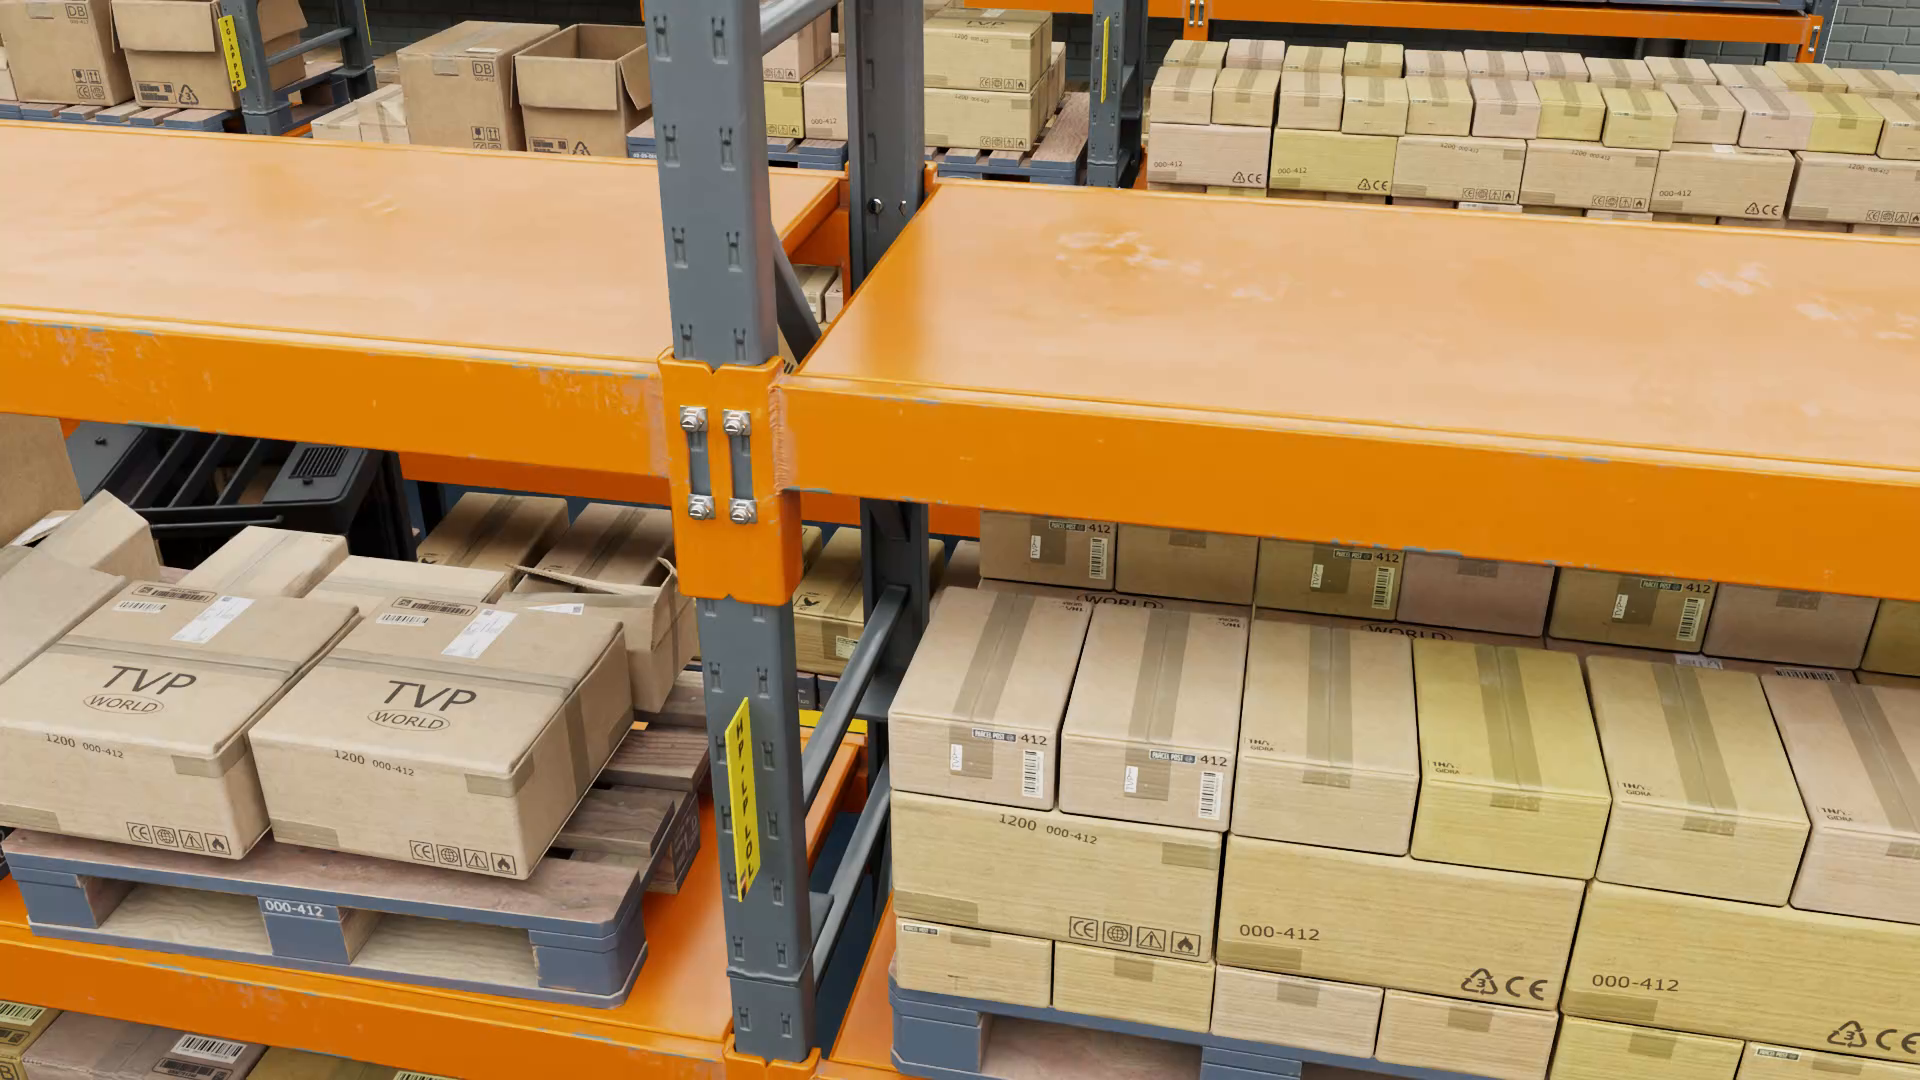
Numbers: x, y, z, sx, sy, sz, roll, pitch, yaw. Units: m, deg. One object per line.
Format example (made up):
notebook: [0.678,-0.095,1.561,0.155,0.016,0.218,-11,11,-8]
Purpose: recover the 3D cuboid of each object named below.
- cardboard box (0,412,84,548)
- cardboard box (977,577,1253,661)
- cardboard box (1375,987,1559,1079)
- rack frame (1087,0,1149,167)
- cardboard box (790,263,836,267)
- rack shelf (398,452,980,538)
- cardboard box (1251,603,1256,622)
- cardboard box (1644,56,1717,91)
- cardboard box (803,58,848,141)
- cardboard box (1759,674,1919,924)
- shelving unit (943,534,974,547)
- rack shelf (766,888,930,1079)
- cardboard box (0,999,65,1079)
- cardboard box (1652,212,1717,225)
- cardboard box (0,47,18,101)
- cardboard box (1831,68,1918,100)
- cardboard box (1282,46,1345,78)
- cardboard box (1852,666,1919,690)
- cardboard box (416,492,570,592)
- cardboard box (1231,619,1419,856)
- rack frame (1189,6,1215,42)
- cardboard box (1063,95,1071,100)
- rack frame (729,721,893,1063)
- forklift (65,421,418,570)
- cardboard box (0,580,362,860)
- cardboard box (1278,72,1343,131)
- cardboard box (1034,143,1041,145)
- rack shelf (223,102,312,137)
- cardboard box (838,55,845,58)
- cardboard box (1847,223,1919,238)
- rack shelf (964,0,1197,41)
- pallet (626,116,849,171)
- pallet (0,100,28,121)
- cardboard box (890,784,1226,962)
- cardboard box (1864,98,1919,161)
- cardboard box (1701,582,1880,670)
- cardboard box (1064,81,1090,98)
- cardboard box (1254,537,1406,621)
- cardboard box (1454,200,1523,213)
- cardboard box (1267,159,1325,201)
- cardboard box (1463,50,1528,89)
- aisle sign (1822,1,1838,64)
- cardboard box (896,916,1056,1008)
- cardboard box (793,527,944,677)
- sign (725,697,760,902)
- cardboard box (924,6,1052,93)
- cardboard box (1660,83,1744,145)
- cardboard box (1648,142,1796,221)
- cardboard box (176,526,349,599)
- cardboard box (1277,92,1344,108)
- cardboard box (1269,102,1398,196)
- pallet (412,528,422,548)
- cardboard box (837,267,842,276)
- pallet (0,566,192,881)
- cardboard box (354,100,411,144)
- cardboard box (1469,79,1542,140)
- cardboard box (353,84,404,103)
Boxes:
cardboard box: [-2.382,-0.119,3.737,0.500,0.500,0.500,6,29,11]
cardboard box: [0.306,0.147,3.202,0.500,0.250,0.500,6,29,10]
cardboard box: [0.798,0.665,2.670,0.250,0.149,0.380,5,29,10]
rack frame: [0.706,-3.140,6.776,0.127,3.000,1.000,6,29,11]
cardboard box: [-0.764,-1.425,8.365,0.250,0.149,0.380,7,30,13]
rack shelf: [-1.250,-0.393,8.756,4.000,0.370,1.077,6,29,11]
cardboard box: [1.227,0.371,8.256,0.500,0.500,0.500,7,30,13]
cardboard box: [3.101,-1.970,7.195,0.250,0.149,0.380,7,29,12]
cardboard box: [-0.389,-1.986,7.511,0.500,0.250,0.500,6,29,11]
cardboard box: [1.301,0.366,2.385,0.250,0.149,0.380,6,29,10]
shelving unit: [0.014,-0.525,10.121,0.189,1.200,0.258,6,29,11]
rack shelf: [1.727,1.027,3.038,4.000,0.370,1.077,6,29,11]
cardboard box: [-2.207,1.144,4.053,0.500,0.500,0.700,6,29,10]
cardboard box: [2.964,-1.359,6.908,0.250,0.149,0.380,5,29,9]
cardboard box: [-4.626,-2.324,8.113,0.258,0.266,0.396,5,29,9]
cardboard box: [3.831,-1.866,7.004,0.250,0.149,0.380,6,29,11]
cardboard box: [1.568,-2.076,7.388,0.250,0.149,0.380,7,29,12]
cardboard box: [1.784,0.299,2.924,0.500,0.250,0.500,6,29,10]
cardboard box: [-2.655,0.120,9.368,0.625,0.372,0.950,4,29,7]
cardboard box: [0.553,0.290,2.525,0.250,0.149,0.380,6,29,10]
rack frame: [1.739,-2.840,12.475,0.127,3.000,1.000,6,29,11]
cardboard box: [0.874,-3.165,12.289,0.250,0.149,0.380,6,29,11]
rack frame: [-0.229,1.827,3.952,0.127,3.000,1.000,6,29,11]
forklift: [-2.608,0.579,6.302,1.130,2.935,3.031,-3,29,-5]
cardboard box: [-1.482,0.328,3.180,0.500,0.250,0.500,6,29,10]
cardboard box: [1.463,-1.836,6.949,0.250,0.149,0.380,5,29,9]
cardboard box: [0.701,-2.971,12.350,0.500,0.250,0.500,5,29,9]
rack shelf: [-5.162,-2.110,8.768,4.000,0.370,1.077,6,29,11]
cardboard box: [-0.278,-2.240,7.975,0.500,0.250,0.500,5,29,10]
cardboard box: [3.707,-1.269,6.745,0.250,0.149,0.380,7,29,12]
rack shelf: [-0.217,-4.040,12.294,4.000,0.370,1.077,6,29,11]
pallet: [-0.891,-1.956,7.933,1.003,0.211,1.213,6,29,11]
pallet: [-4.941,-2.293,8.549,1.213,0.211,1.003,7,30,13]
cardboard box: [0.191,0.399,2.742,0.500,0.250,0.500,6,29,11]
cardboard box: [3.728,-1.619,6.552,0.250,0.149,0.380,6,29,10]
cardboard box: [1.429,0.057,2.950,0.250,0.149,0.380,5,29,10]
cardboard box: [0.944,-3.381,12.685,0.250,0.149,0.380,6,29,10]
cardboard box: [0.688,-0.019,3.089,0.250,0.149,0.380,6,29,10]
cardboard box: [2.202,-1.397,6.978,0.250,0.149,0.380,5,29,10]
cardboard box: [1.469,-1.542,7.243,0.250,0.149,0.380,6,29,11]
cardboard box: [2.344,-2.036,7.315,0.250,0.149,0.380,6,29,11]
aisle sign: [5.654,-3.434,10.854,0.004,0.787,0.394,6,29,11]
cardboard box: [0.056,0.589,2.809,0.250,0.149,0.380,5,29,10]
cardboard box: [-0.511,0.338,8.970,0.625,0.372,0.950,8,30,14]
sign: [-0.333,0.402,2.565,0.005,0.325,0.100,6,29,11]
cardboard box: [0.112,-2.160,7.308,0.500,0.250,0.500,7,29,12]
cardboard box: [3.002,-1.735,6.764,0.250,0.149,0.380,5,29,9]
cardboard box: [3.061,-1.513,6.775,0.500,0.250,0.500,7,29,12]
cardboard box: [-1.545,0.130,3.647,0.250,0.149,0.380,6,29,11]
cardboard box: [1.688,-1.921,7.519,0.500,0.250,0.500,5,29,10]
cardboard box: [1.585,-1.669,7.059,0.500,0.250,0.500,6,29,10]
pallet: [-3.961,0.199,9.828,1.213,0.211,1.003,6,29,11]
cardboard box: [-0.663,-1.154,8.546,0.500,0.500,0.500,6,29,10]
pallet: [-2.406,0.343,3.735,1.213,0.211,1.003,7,30,13]
cardboard box: [-2.684,-2.029,8.011,0.258,0.266,0.396,6,29,11]
cardboard box: [2.231,-1.774,6.836,0.250,0.149,0.380,5,29,10]
cardboard box: [-2.854,-2.182,8.412,0.250,0.149,0.380,6,29,11]
